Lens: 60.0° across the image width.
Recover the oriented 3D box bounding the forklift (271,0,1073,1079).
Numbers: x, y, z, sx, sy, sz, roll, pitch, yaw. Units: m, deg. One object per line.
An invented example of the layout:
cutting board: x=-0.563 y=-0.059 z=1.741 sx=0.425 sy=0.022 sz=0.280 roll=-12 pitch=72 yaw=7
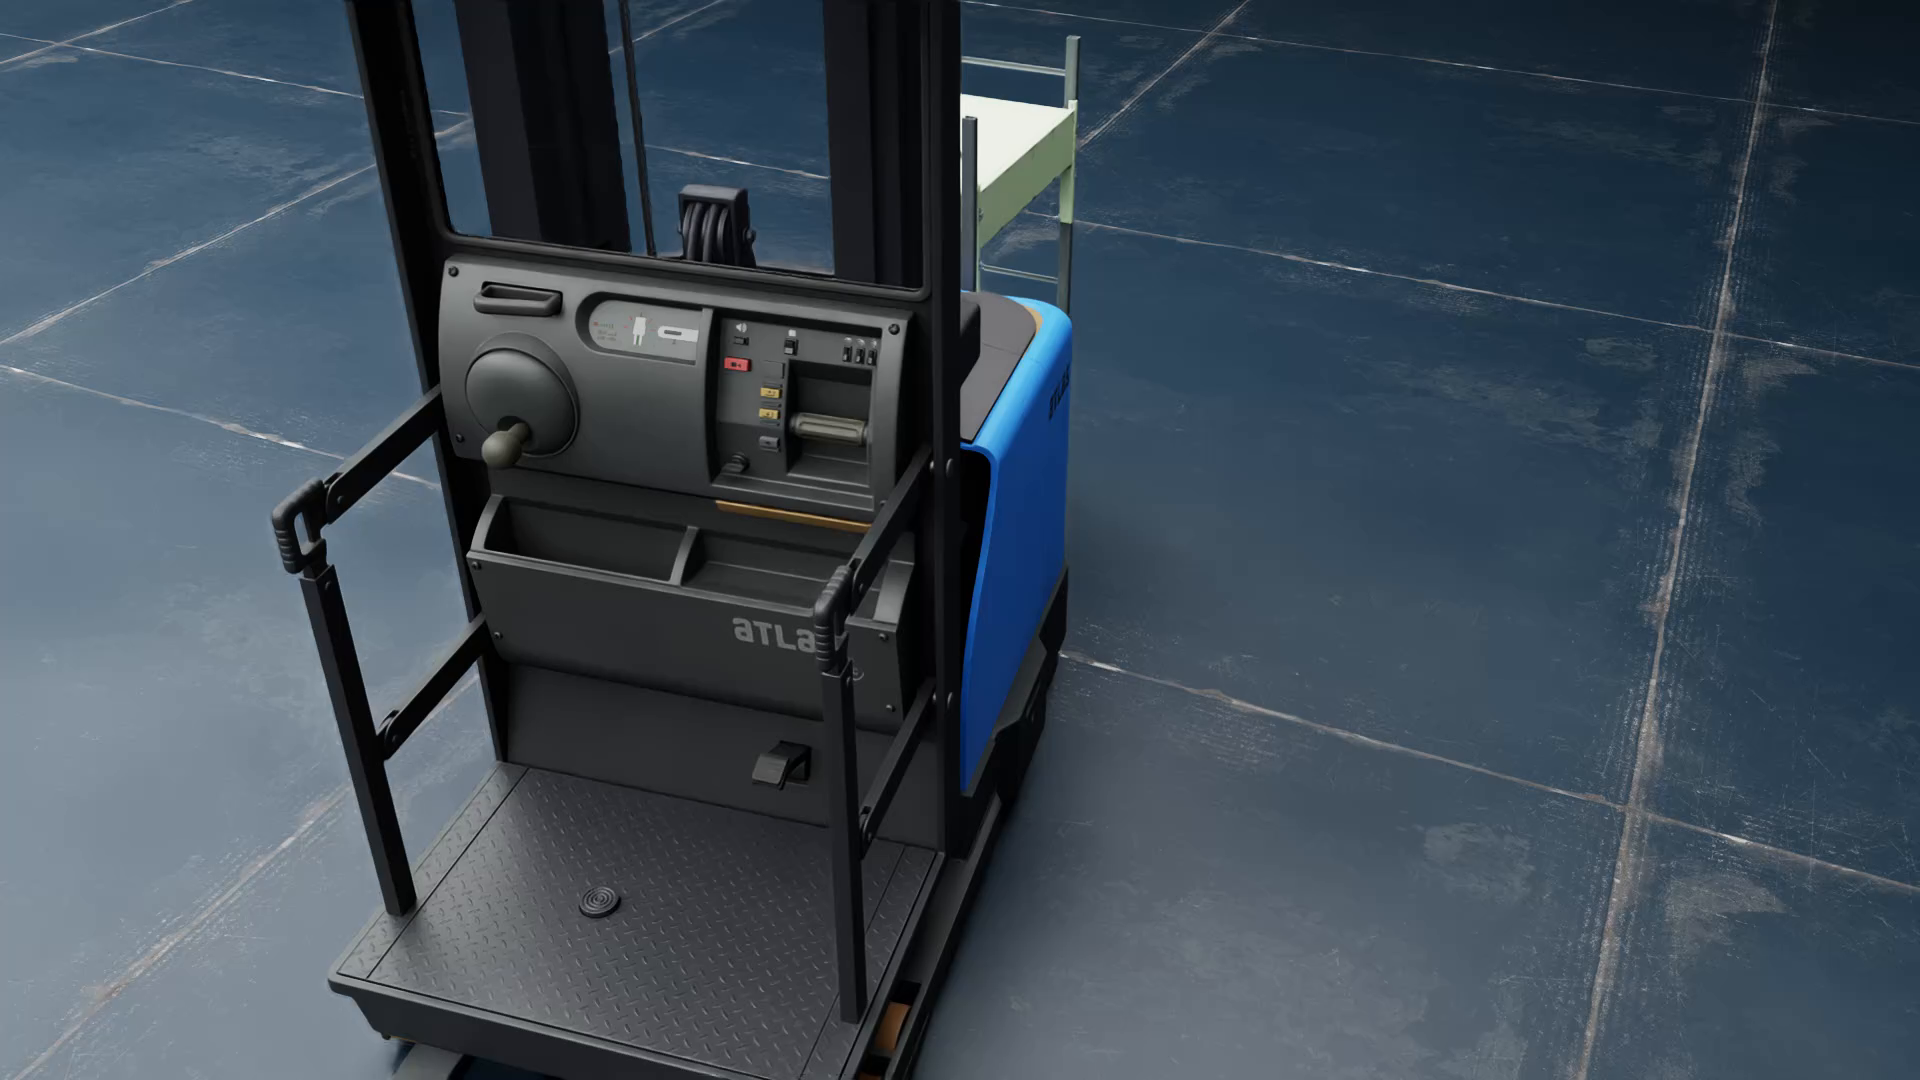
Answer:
forklift: x=-0.605 y=-0.230 z=2.927 sx=1.130 sy=2.935 sz=3.031 roll=9 pitch=34 yaw=14

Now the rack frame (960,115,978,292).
rack frame: x=-0.144 y=-0.457 z=4.579 sx=0.400 sy=1.500 sz=0.023 roll=14 pitch=36 yaw=20

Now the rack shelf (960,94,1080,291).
rack shelf: x=0.004 y=-0.967 z=4.645 sx=0.431 sy=0.370 sz=0.720 roll=14 pitch=36 yaw=20

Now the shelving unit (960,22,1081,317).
shelving unit: x=0.004 y=-0.641 z=4.859 sx=0.431 sy=1.500 sz=0.755 roll=14 pitch=36 yaw=20

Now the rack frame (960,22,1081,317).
rack frame: x=0.151 y=-0.824 z=5.139 sx=0.400 sy=1.500 sz=0.023 roll=14 pitch=36 yaw=20
